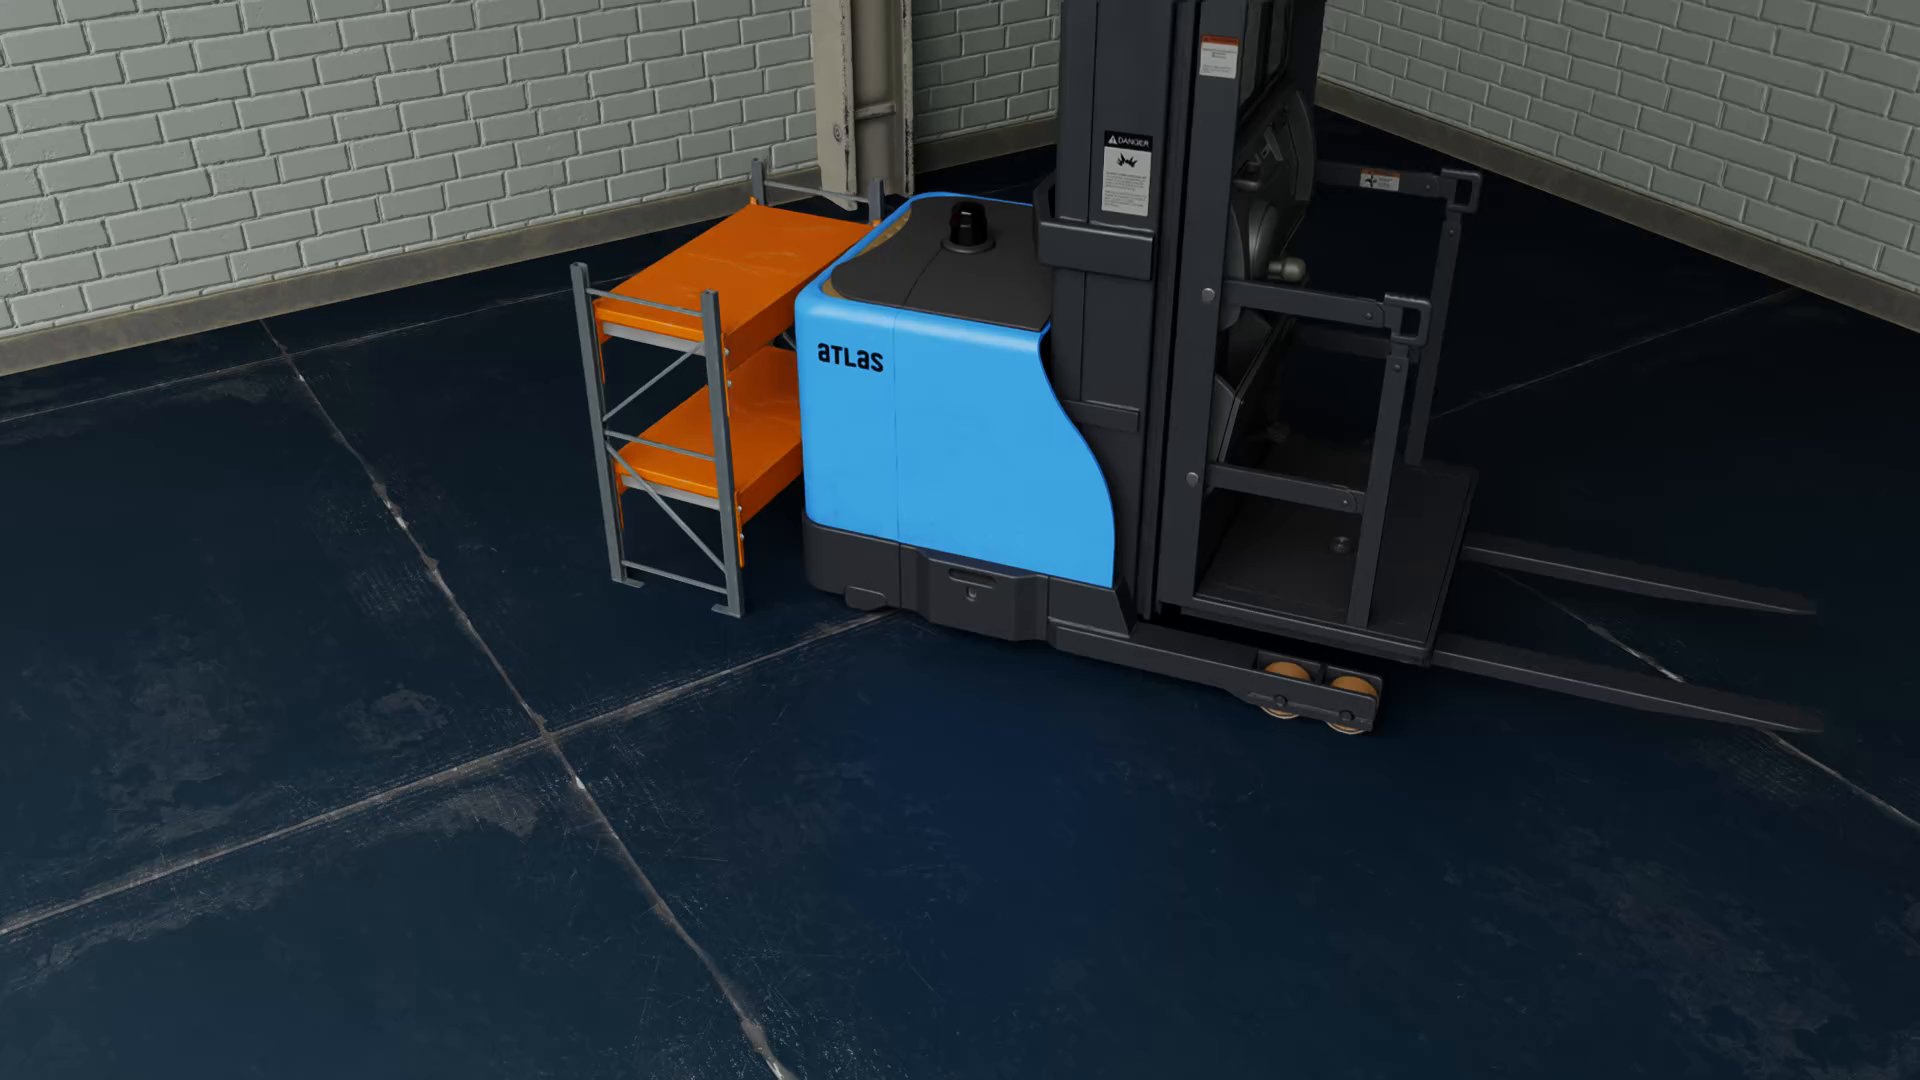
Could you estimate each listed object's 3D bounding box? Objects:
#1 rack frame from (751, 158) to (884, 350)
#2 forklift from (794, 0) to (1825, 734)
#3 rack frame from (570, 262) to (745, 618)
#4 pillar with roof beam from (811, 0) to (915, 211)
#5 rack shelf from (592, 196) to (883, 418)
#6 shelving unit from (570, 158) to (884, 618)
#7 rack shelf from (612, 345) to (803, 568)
[{"bbox_3d":[-0.487,-0.778,5.930,0.500,1.125,0.032,14,35,21],"label":"rack frame"},{"bbox_3d":[1.062,-0.996,4.581,3.031,2.935,1.130,12,34,18],"label":"forklift"},{"bbox_3d":[-0.926,-0.289,5.154,0.500,1.125,0.032,14,35,21],"label":"rack frame"},{"bbox_3d":[1.854,-3.658,3.114,0.400,9.000,9.100,-19,37,-27],"label":"pillar with roof beam"},{"bbox_3d":[-0.707,-0.781,5.386,0.538,0.278,1.000,14,35,21],"label":"rack shelf"},{"bbox_3d":[-0.707,-0.534,5.542,0.538,1.125,1.048,14,35,21],"label":"shelving unit"},{"bbox_3d":[-0.707,-0.327,5.672,0.538,0.278,1.000,14,35,21],"label":"rack shelf"}]
